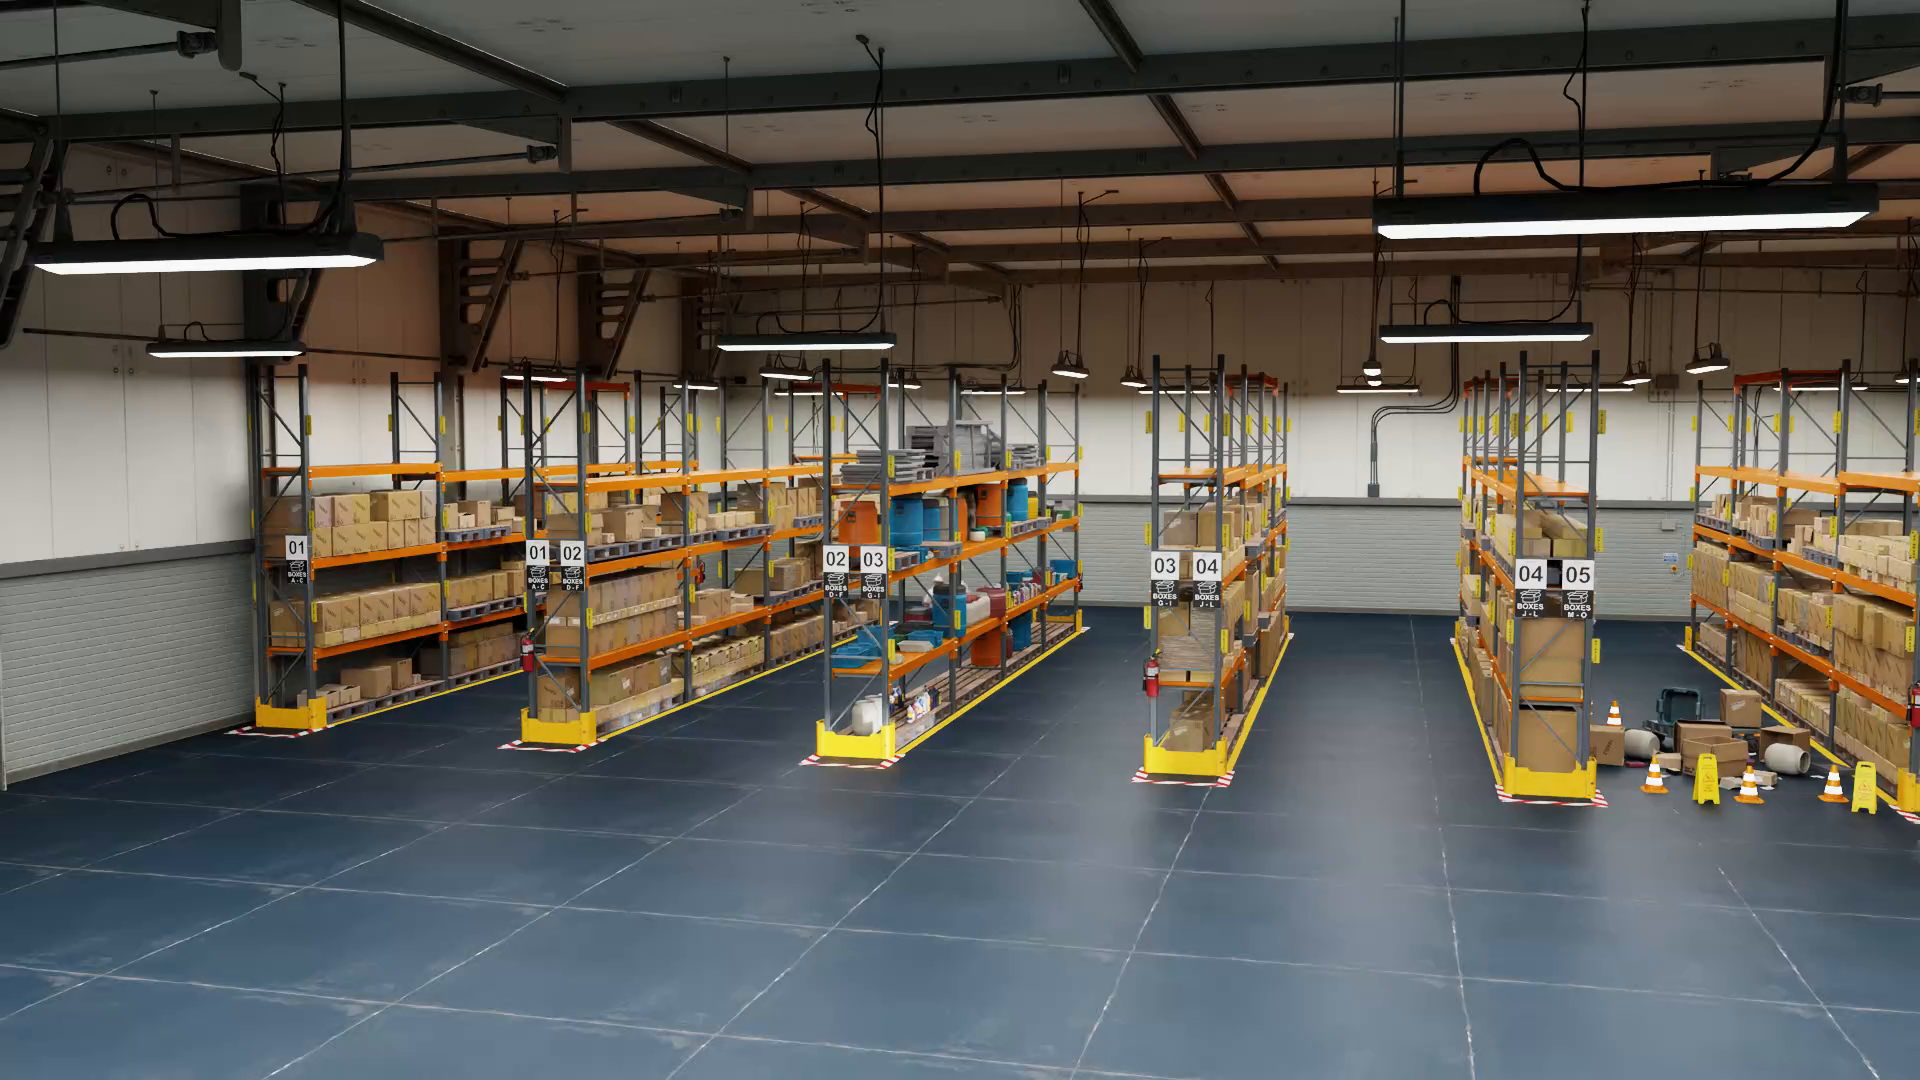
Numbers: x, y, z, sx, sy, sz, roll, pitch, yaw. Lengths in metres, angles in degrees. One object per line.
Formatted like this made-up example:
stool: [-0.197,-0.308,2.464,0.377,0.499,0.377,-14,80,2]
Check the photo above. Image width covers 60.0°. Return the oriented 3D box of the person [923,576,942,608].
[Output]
person: [-0.470,1.653,36.246,0.707,1.727,0.650,1,4,14]
